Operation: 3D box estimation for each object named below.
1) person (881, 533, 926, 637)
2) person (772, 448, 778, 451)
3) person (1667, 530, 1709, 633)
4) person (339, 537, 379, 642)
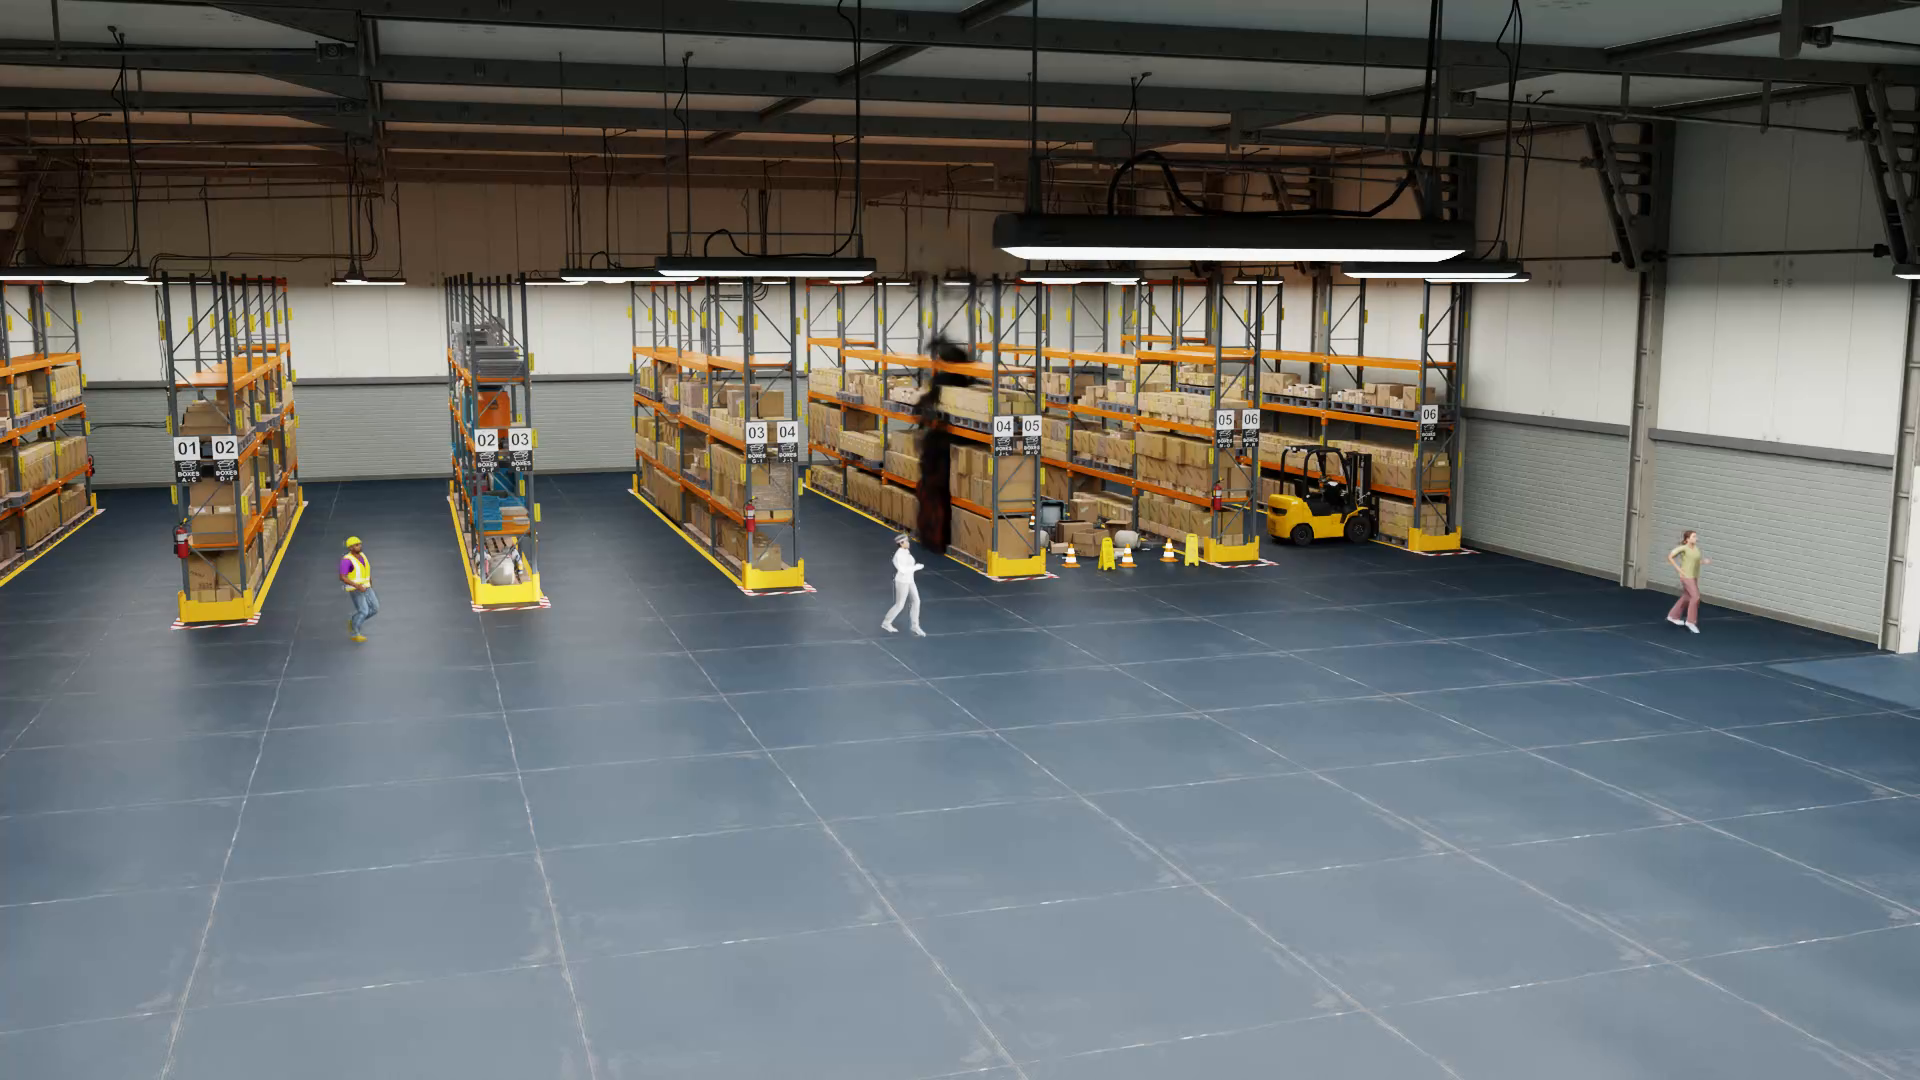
[{"bbox_3d":[-0.938,0.741,27.523,0.740,1.743,0.600,2,9,13],"label":"person"},{"bbox_3d":[-5.265,-2.204,46.971,0.689,1.832,0.735,-2,9,-14],"label":"person"},{"bbox_3d":[12.268,0.683,28.032,0.560,1.723,0.690,-6,11,-36],"label":"person"},{"bbox_3d":[-9.801,0.795,27.145,0.523,1.724,0.706,2,9,14],"label":"person"}]
